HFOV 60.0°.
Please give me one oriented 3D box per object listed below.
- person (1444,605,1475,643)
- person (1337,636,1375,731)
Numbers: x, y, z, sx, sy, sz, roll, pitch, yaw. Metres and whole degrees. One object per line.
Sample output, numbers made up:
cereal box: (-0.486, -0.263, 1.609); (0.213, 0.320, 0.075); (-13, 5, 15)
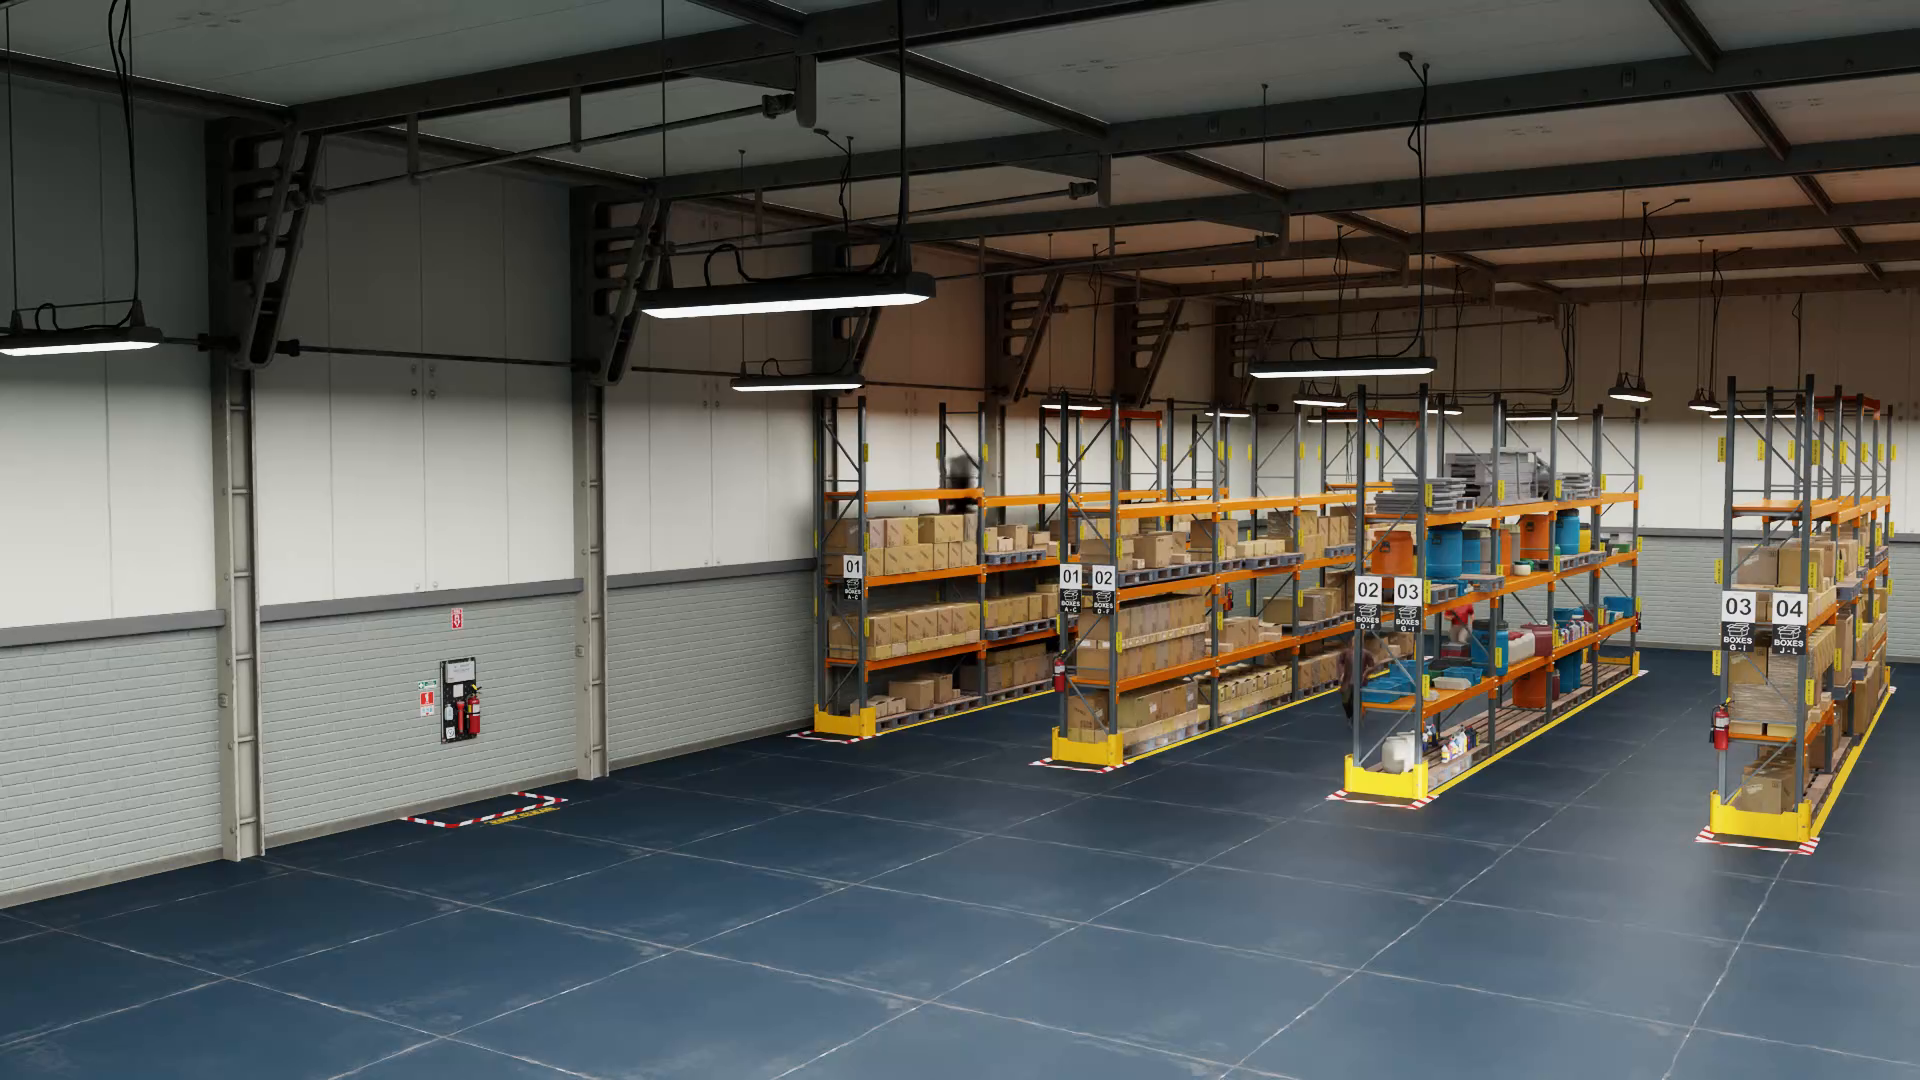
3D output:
person: (11.623, 2.093, 38.728); (0.679, 1.702, 0.917); (1, 3, 21)
person: (7.062, 2.565, 29.744); (0.678, 1.732, 0.633); (1, 3, 21)
